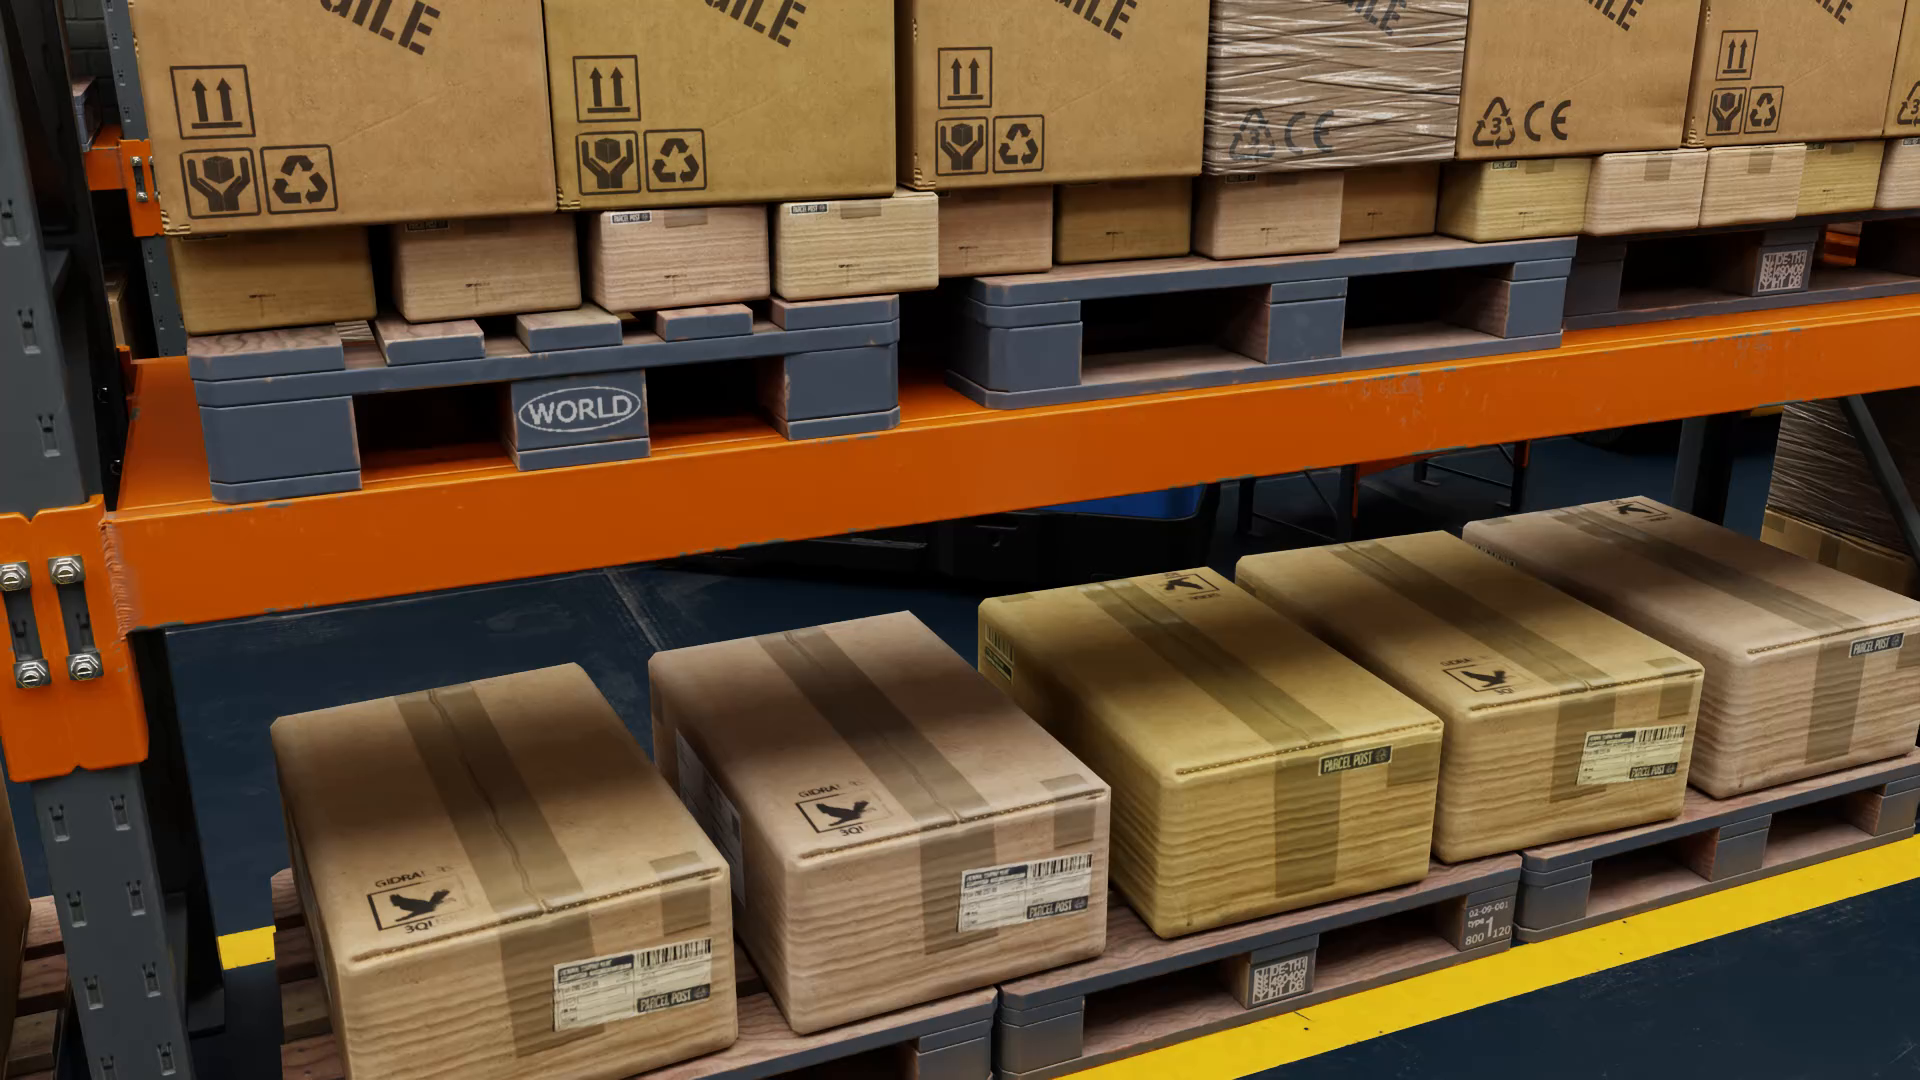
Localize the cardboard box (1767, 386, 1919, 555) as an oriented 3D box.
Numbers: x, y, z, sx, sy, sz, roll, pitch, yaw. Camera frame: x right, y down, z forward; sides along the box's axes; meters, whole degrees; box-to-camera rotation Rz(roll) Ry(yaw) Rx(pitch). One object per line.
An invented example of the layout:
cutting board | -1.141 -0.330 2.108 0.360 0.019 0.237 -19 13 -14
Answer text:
cardboard box | 2.715 -0.296 4.724 0.500 0.500 0.500 -8 21 -23

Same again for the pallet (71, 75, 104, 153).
pallet | -3.959 -1.667 6.529 1.003 0.211 1.213 -8 21 -22

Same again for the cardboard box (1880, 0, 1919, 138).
cardboard box | 1.944 -1.136 3.501 0.500 0.500 0.500 -9 21 -23

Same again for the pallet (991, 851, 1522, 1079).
pallet | 0.442 0.699 3.719 1.213 0.211 1.003 -8 21 -22

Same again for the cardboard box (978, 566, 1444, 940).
cardboard box | 0.501 0.418 3.644 0.625 0.372 0.950 -7 21 -20

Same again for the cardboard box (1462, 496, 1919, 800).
cardboard box | 1.797 0.230 4.176 0.625 0.372 0.950 -8 21 -21

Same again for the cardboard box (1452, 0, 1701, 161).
cardboard box | 1.013 -1.004 3.127 0.500 0.500 0.500 -7 21 -20

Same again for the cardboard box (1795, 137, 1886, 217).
cardboard box | 1.665 -0.779 3.465 0.250 0.149 0.380 -9 21 -24

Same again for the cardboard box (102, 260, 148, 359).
cardboard box | -3.863 -0.917 7.242 0.500 0.500 0.500 -7 21 -20

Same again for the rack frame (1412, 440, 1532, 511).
rack frame | 1.990 -0.709 6.341 0.032 1.125 0.500 -14 24 -35

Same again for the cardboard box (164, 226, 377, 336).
cardboard box | -1.023 -0.421 2.446 0.250 0.149 0.380 -9 22 -25

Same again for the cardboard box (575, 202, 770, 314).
cardboard box | -0.481 -0.469 2.585 0.250 0.149 0.380 -10 22 -25

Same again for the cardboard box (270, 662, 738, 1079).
cardboard box | -0.872 0.615 3.083 0.625 0.372 0.950 -10 22 -26

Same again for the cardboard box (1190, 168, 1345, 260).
cardboard box | 0.480 -0.618 3.008 0.250 0.149 0.380 -7 21 -20

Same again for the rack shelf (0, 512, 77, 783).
rack shelf | -3.232 0.248 1.886 4.000 0.370 1.077 -8 21 -22

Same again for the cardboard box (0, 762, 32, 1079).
cardboard box | -2.062 0.515 2.610 0.875 0.875 0.875 -8 21 -22

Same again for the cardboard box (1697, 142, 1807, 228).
cardboard box | 1.443 -0.735 3.338 0.250 0.149 0.380 -9 21 -23

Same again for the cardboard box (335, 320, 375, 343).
cardboard box | -2.787 -1.024 7.357 0.625 0.625 0.875 -7 21 -20

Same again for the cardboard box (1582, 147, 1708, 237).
cardboard box | 1.210 -0.700 3.240 0.250 0.149 0.380 -8 21 -21

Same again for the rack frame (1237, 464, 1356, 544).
rack frame | 1.183 -0.503 5.757 0.032 1.125 0.500 -14 24 -35

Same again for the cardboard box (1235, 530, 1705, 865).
cardboard box | 1.138 0.326 3.905 0.625 0.372 0.950 -7 21 -19

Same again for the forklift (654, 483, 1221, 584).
forklift | -0.607 -1.432 5.676 3.031 2.935 1.130 5 20 13

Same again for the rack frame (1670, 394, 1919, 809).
rack frame | 2.278 -0.881 4.008 0.127 3.000 1.000 -8 21 -22

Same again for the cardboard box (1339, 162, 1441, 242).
cardboard box | 0.690 -0.676 3.170 0.250 0.149 0.380 -9 21 -24

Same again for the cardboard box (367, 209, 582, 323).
cardboard box | -0.750 -0.447 2.522 0.250 0.149 0.380 -10 22 -25

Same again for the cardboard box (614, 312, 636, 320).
cardboard box | -1.572 -1.201 7.860 0.625 0.625 0.875 -9 21 -24

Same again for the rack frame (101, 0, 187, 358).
rack frame | -3.365 -1.868 6.811 0.127 3.000 1.000 -8 21 -22

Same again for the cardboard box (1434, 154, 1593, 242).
cardboard box | 0.972 -0.679 3.180 0.250 0.149 0.380 -8 21 -22

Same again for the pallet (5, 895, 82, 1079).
pallet | -2.149 1.041 2.747 1.213 0.211 1.003 -8 21 -22

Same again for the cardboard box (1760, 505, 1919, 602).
cardboard box | 2.714 0.058 4.849 0.500 0.250 0.500 -7 21 -19

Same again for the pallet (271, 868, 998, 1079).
pallet | -0.677 0.858 3.267 1.213 0.211 1.003 -8 21 -22

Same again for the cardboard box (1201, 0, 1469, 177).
cardboard box | 0.533 -0.935 2.930 0.500 0.500 0.500 -9 21 -24

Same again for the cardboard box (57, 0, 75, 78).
cardboard box | -3.899 -2.093 6.668 0.500 0.500 0.500 -7 21 -19

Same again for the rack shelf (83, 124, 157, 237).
rack shelf | -5.201 -1.266 6.183 4.000 0.370 1.077 -8 21 -22

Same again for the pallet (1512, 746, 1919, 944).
pallet | 1.563 0.537 4.179 1.213 0.211 1.003 -8 21 -22

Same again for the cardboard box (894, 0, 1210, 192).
cardboard box | 0.070 -0.872 2.750 0.500 0.500 0.500 -8 21 -21

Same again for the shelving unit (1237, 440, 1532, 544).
shelving unit | 1.587 -0.606 6.049 1.048 1.125 0.538 -14 24 -35

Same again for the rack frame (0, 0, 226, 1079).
rack frame | -1.395 -0.355 2.513 0.127 3.000 1.000 -8 21 -22

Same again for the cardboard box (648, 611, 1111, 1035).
cardboard box | -0.198 0.516 3.365 0.625 0.372 0.950 -9 21 -23

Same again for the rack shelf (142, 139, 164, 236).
rack shelf | -1.528 -1.792 7.678 4.000 0.370 1.077 -8 21 -22

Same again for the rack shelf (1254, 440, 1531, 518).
rack shelf | 1.587 -0.375 6.130 1.000 0.278 0.538 -14 24 -35

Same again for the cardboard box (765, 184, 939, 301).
cardboard box | -0.220 -0.499 2.670 0.250 0.149 0.380 -8 21 -22

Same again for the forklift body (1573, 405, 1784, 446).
forklift body | 2.962 -1.714 7.652 1.214 2.155 2.313 -8 21 -22

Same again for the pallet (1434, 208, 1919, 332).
pallet | 1.518 -0.734 3.880 1.213 0.211 1.003 -8 21 -22

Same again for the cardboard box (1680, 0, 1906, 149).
cardboard box | 1.490 -1.070 3.314 0.500 0.500 0.500 -8 21 -22

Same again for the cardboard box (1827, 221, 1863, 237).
cardboard box | 2.452 -0.898 4.434 0.250 0.149 0.380 -8 21 -22

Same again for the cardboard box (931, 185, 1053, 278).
cardboard box | -0.030 -0.555 2.827 0.250 0.149 0.380 -7 21 -19

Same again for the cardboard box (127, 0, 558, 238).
cardboard box | -0.890 -0.729 2.345 0.500 0.500 0.500 -9 21 -23

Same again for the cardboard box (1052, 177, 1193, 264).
cardboard box | 0.214 -0.604 2.967 0.250 0.149 0.380 -7 21 -20

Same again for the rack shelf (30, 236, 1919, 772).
rack shelf | 0.441 -0.279 3.380 4.000 0.370 1.077 -8 21 -22

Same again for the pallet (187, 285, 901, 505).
pallet | -0.783 -0.391 2.904 1.003 0.211 1.213 -8 21 -22

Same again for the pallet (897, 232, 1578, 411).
pallet | 0.406 -0.537 3.320 1.213 0.211 1.003 -8 21 -22

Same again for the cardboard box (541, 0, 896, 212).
cardboard box | -0.415 -0.800 2.546 0.500 0.500 0.500 -7 21 -19

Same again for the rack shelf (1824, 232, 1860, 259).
rack shelf | 4.114 -0.805 4.875 4.000 0.370 1.077 -8 21 -22

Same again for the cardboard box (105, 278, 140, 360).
cardboard box | -3.668 -0.766 6.812 0.500 0.500 0.500 -8 21 -20

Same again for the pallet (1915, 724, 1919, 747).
pallet | 2.880 0.335 4.753 1.213 0.211 1.003 -8 21 -22

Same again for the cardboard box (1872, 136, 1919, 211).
cardboard box | 1.915 -0.809 3.549 0.250 0.149 0.380 -8 21 -21
